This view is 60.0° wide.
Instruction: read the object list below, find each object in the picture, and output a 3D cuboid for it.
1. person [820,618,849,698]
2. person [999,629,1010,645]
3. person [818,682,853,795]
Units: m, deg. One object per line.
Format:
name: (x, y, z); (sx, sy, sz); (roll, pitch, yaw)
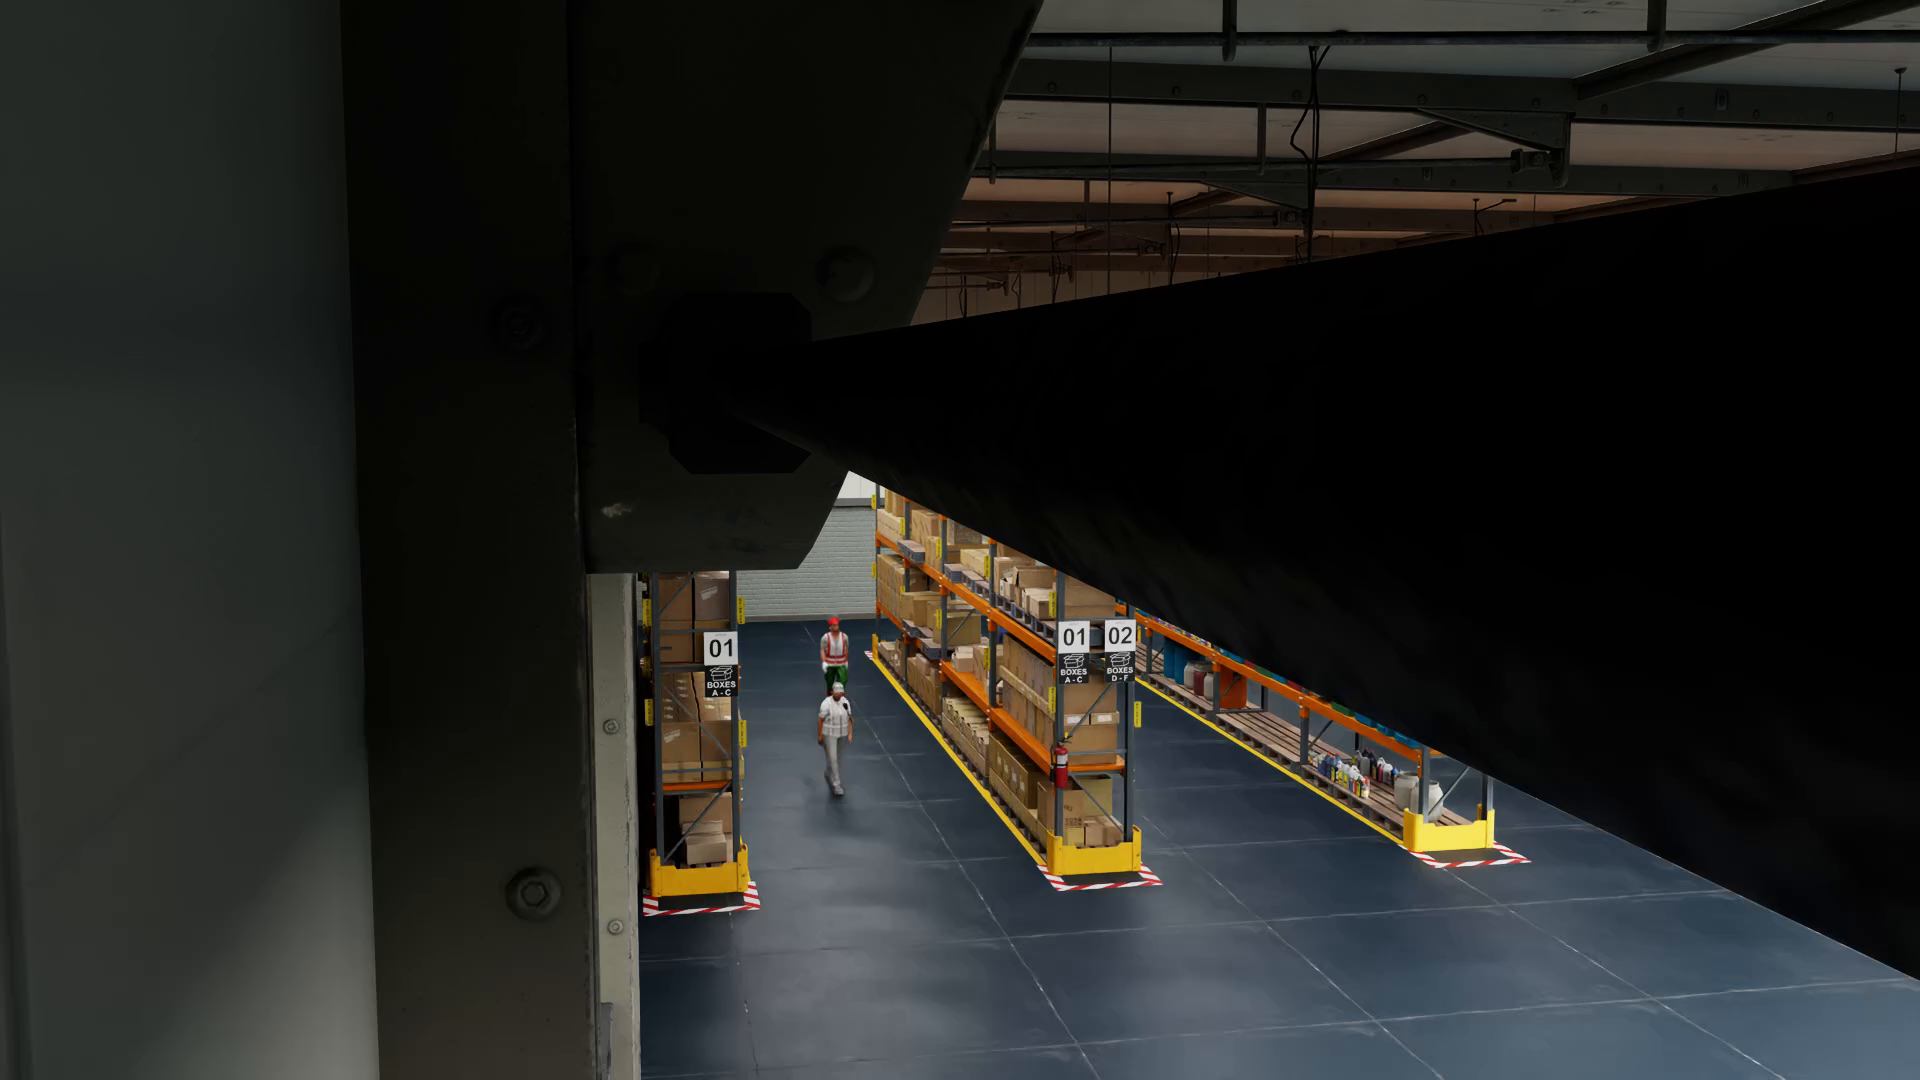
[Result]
person: (-2.304, 2.303, 30.652); (0.538, 1.723, 1.067); (-1, 6, -9)
person: (1.039, 2.251, 32.189); (0.613, 1.572, 0.747); (0, 6, -3)
person: (-1.861, 2.937, 25.036); (0.517, 1.611, 0.957); (-4, 7, -36)
